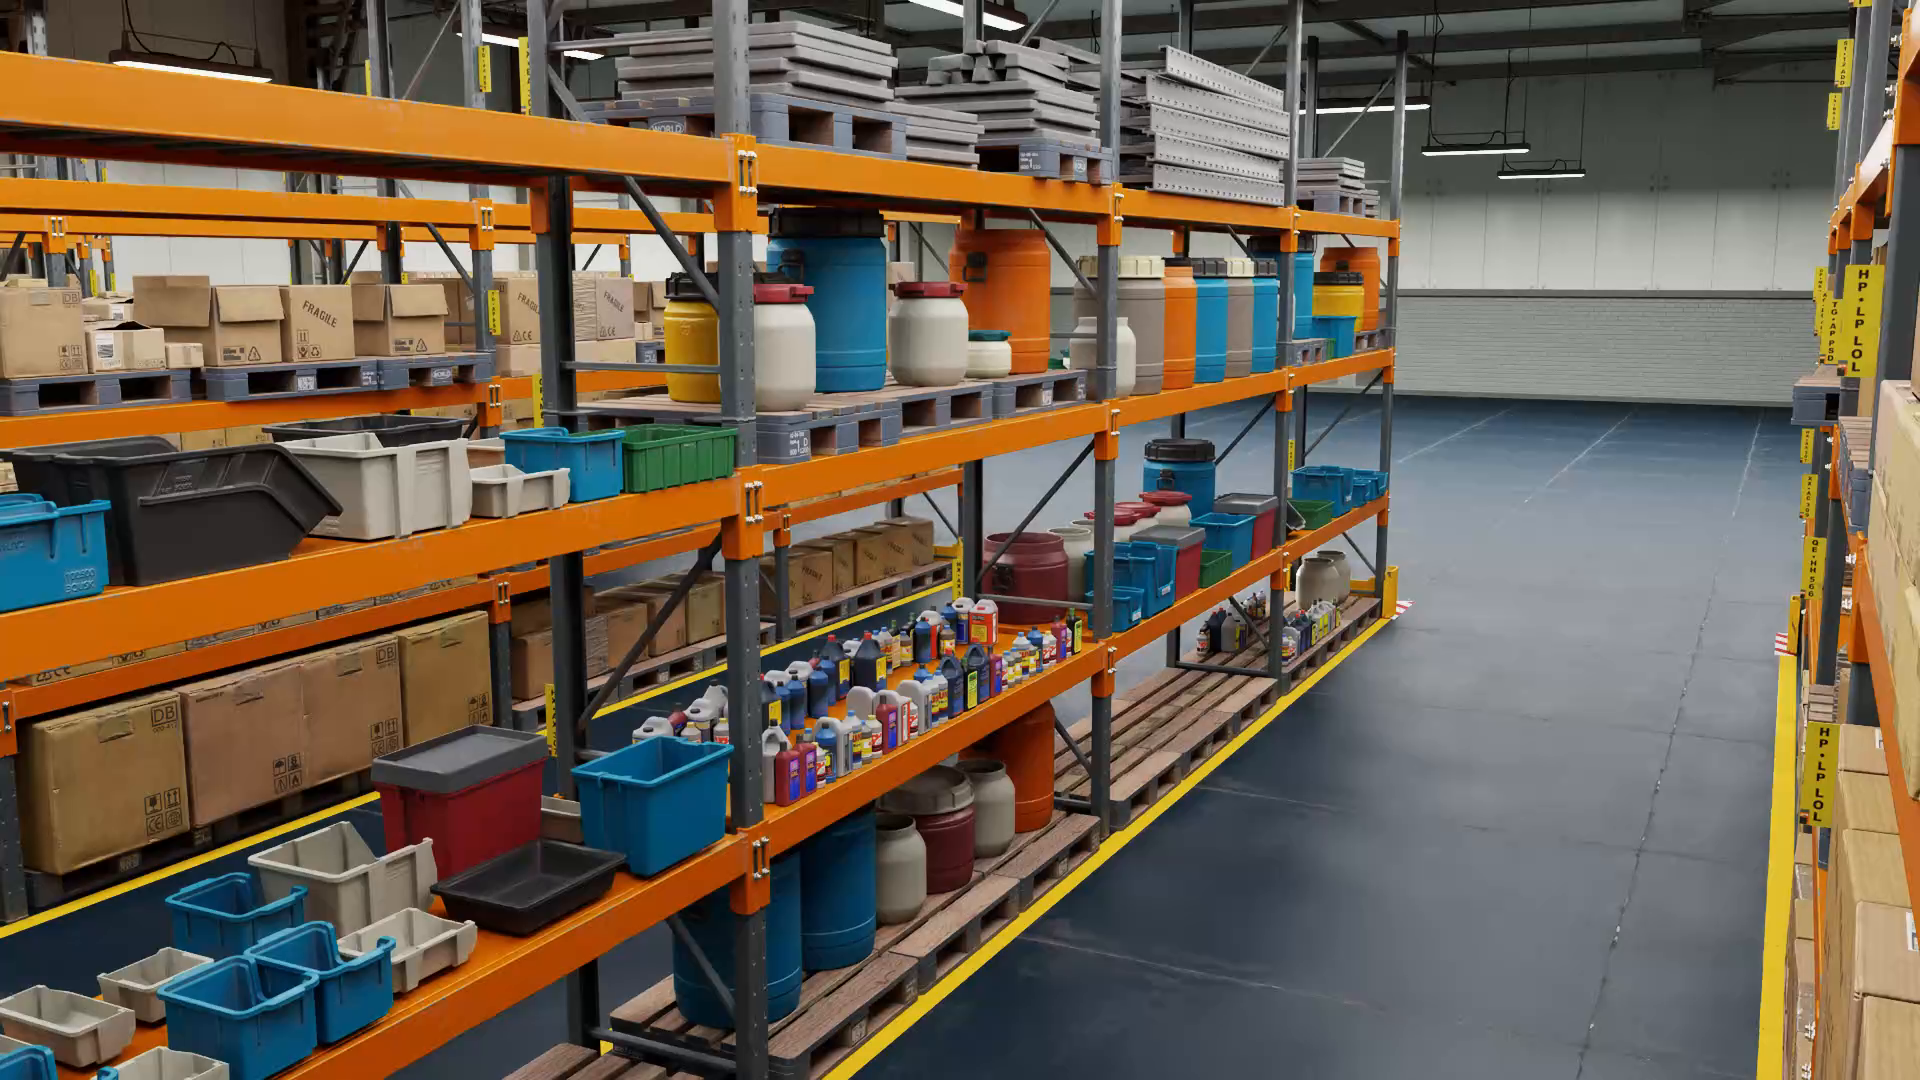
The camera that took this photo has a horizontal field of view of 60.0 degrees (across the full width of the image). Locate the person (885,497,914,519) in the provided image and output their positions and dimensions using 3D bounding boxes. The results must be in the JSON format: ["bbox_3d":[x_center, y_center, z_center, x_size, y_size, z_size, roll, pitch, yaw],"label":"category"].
[{"bbox_3d":[-0.774,-0.689,21.505,0.572,1.650,0.498,3,10,17],"label":"person"}]
